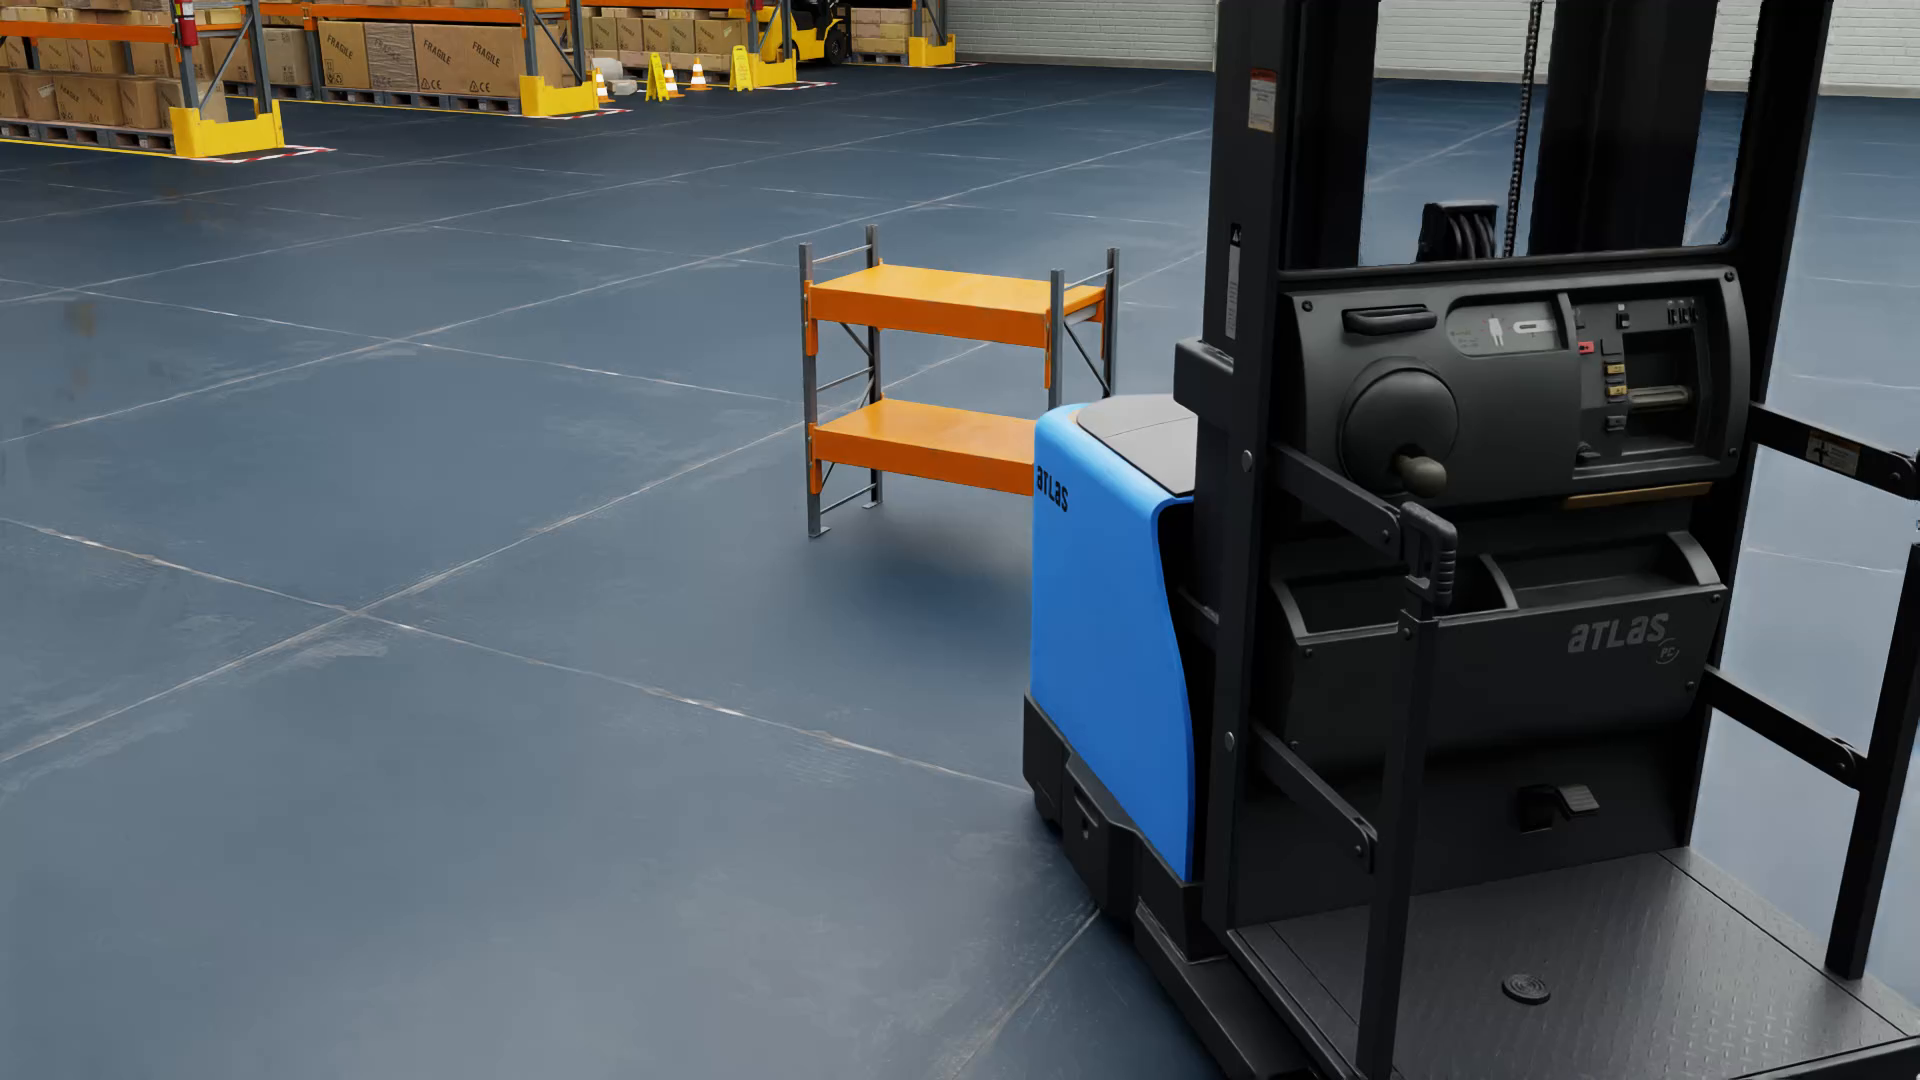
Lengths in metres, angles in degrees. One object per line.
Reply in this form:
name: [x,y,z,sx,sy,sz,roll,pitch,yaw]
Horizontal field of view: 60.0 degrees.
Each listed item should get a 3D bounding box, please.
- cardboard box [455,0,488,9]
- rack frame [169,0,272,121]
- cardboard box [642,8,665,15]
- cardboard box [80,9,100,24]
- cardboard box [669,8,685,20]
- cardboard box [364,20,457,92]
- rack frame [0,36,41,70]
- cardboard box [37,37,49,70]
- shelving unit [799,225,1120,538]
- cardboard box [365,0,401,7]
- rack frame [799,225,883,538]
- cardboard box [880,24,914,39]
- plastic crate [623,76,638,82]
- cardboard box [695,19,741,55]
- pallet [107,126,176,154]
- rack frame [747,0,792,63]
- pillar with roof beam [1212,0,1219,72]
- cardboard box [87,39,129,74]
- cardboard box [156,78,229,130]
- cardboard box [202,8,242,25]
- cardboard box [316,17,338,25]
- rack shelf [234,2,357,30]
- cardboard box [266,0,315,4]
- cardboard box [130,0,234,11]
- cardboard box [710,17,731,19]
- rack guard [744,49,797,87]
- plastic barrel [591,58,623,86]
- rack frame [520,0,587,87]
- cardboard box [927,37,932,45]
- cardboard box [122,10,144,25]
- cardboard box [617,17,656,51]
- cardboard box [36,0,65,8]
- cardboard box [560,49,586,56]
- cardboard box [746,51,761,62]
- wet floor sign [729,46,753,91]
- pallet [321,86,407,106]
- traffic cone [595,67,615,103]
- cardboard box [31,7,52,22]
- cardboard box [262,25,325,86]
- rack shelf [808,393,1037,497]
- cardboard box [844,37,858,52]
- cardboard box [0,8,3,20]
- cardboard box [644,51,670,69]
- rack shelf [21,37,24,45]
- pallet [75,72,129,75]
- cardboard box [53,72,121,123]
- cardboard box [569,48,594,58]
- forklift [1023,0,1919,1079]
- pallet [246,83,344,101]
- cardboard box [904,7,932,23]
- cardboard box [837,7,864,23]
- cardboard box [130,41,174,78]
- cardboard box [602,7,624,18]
cardboard box: [-6.104,-7.247,21.725,0.550,0.550,0.875,11,23,27]
rack frame: [-7.774,-5.583,17.359,0.127,3.000,1.000,11,23,27]
cardboard box: [-5.808,-10.097,32.669,0.625,0.625,0.875,10,22,25]
cardboard box: [-9.223,-5.654,17.922,0.250,0.149,0.380,11,23,27]
cardboard box: [-4.339,-8.235,26.035,0.250,0.149,0.380,11,23,28]
cardboard box: [-7.456,-6.633,22.752,0.875,0.875,0.875,11,23,28]
rack frame: [-11.267,-6.249,19.192,0.127,3.000,1.000,11,23,27]
cardboard box: [-14.301,-7.689,26.212,0.500,0.500,0.500,11,23,28]
shelving unit: [-0.006,-0.530,6.176,1.048,1.125,0.538,11,23,27]
cardboard box: [-7.526,-7.512,22.454,0.550,0.550,0.875,11,23,27]
rack frame: [-0.450,-0.614,6.409,0.032,1.125,0.500,11,23,27]
cardboard box: [-1.101,-9.140,29.846,0.500,0.250,0.500,10,22,27]
plastic crate: [-5.463,-7.321,26.431,0.583,0.080,0.402,3,20,9]
cardboard box: [-3.768,-7.847,25.914,0.500,0.500,0.500,11,23,28]
pallet: [-8.533,-4.431,18.270,1.213,0.211,1.003,11,23,27]
rack frame: [-2.941,-8.534,25.492,0.127,3.000,1.000,11,23,27]
pillar with roof beam: [2.446,-10.937,23.319,0.400,9.000,9.100,11,23,27]
cardboard box: [-12.954,-7.428,25.492,0.500,0.500,0.500,11,23,27]
cardboard box: [-8.311,-4.715,18.013,0.500,0.500,0.500,16,25,37]
cardboard box: [-7.907,-5.584,17.728,0.250,0.149,0.380,11,23,27]
cardboard box: [-11.265,-9.352,30.247,0.875,0.875,0.875,11,23,28]
rack shelf: [-10.505,-7.703,24.256,4.000,0.370,1.077,11,23,27]
cardboard box: [-9.345,-7.763,23.220,0.500,0.500,0.500,11,22,27]
cardboard box: [-8.241,-5.870,17.566,0.500,0.500,0.875,11,23,27]
cardboard box: [-3.990,-8.097,26.604,0.500,0.500,0.500,10,22,25]
rack guard: [-3.008,-7.371,25.953,0.348,0.500,1.175,11,23,27]
plastic barrel: [-5.483,-7.215,25.635,0.512,0.421,0.421,-7,21,-20]
rack frame: [-5.267,-7.043,21.383,0.127,3.000,1.000,11,23,27]
cardboard box: [-0.857,-9.057,30.350,0.500,0.250,0.500,11,23,28]
cardboard box: [-8.585,-5.519,17.550,0.250,0.149,0.380,11,23,27]
cardboard box: [-5.125,-8.105,26.628,0.500,0.500,0.500,12,23,30]
cardboard box: [-9.583,-6.100,18.200,0.500,0.500,0.875,11,23,27]
cardboard box: [-6.162,-7.442,26.143,0.500,0.500,0.500,-7,21,-20]
cardboard box: [-3.511,-7.655,26.486,0.500,0.250,0.500,11,22,27]
wet floor sign: [-3.297,-7.077,24.928,0.267,0.644,0.232,-16,26,-38]
pallet: [-8.134,-6.248,23.279,1.213,0.211,1.003,11,23,27]
traffic cone: [-5.038,-6.362,23.224,0.334,0.463,0.336,11,23,27]
cardboard box: [-9.910,-5.760,18.213,0.250,0.149,0.380,11,23,27]
cardboard box: [-9.345,-6.925,23.740,0.750,0.750,1.050,11,23,27]
rack shelf: [-0.006,-0.300,6.260,1.000,0.278,0.538,11,23,27]
cardboard box: [-1.950,-9.072,30.393,0.500,0.250,0.500,11,23,28]
cardboard box: [-10.559,-5.888,18.566,0.250,0.149,0.380,11,23,27]
cardboard box: [-4.686,-7.667,26.518,0.500,0.250,0.500,10,22,25]
rack shelf: [-13.013,-6.243,20.232,4.000,0.370,1.077,11,23,27]
pallet: [-12.933,-7.193,25.886,1.213,0.211,1.003,11,23,27]
cardboard box: [-9.853,-5.020,18.854,0.500,0.500,0.500,9,22,23]
cardboard box: [-6.050,-7.925,27.231,0.500,0.250,0.500,10,22,25]
forklift: [1.092,-0.272,2.816,1.130,2.935,3.031,-6,21,-16]
pallet: [-9.470,-6.503,23.984,1.213,0.211,1.003,11,23,27]
cardboard box: [-0.851,-9.523,30.170,0.500,0.250,0.500,10,22,26]
cardboard box: [-1.972,-9.535,30.201,0.500,0.250,0.500,11,23,28]
cardboard box: [-11.764,-7.385,25.010,0.750,0.750,1.050,10,22,27]
cardboard box: [-5.521,-8.459,26.652,0.250,0.149,0.380,12,23,29]
